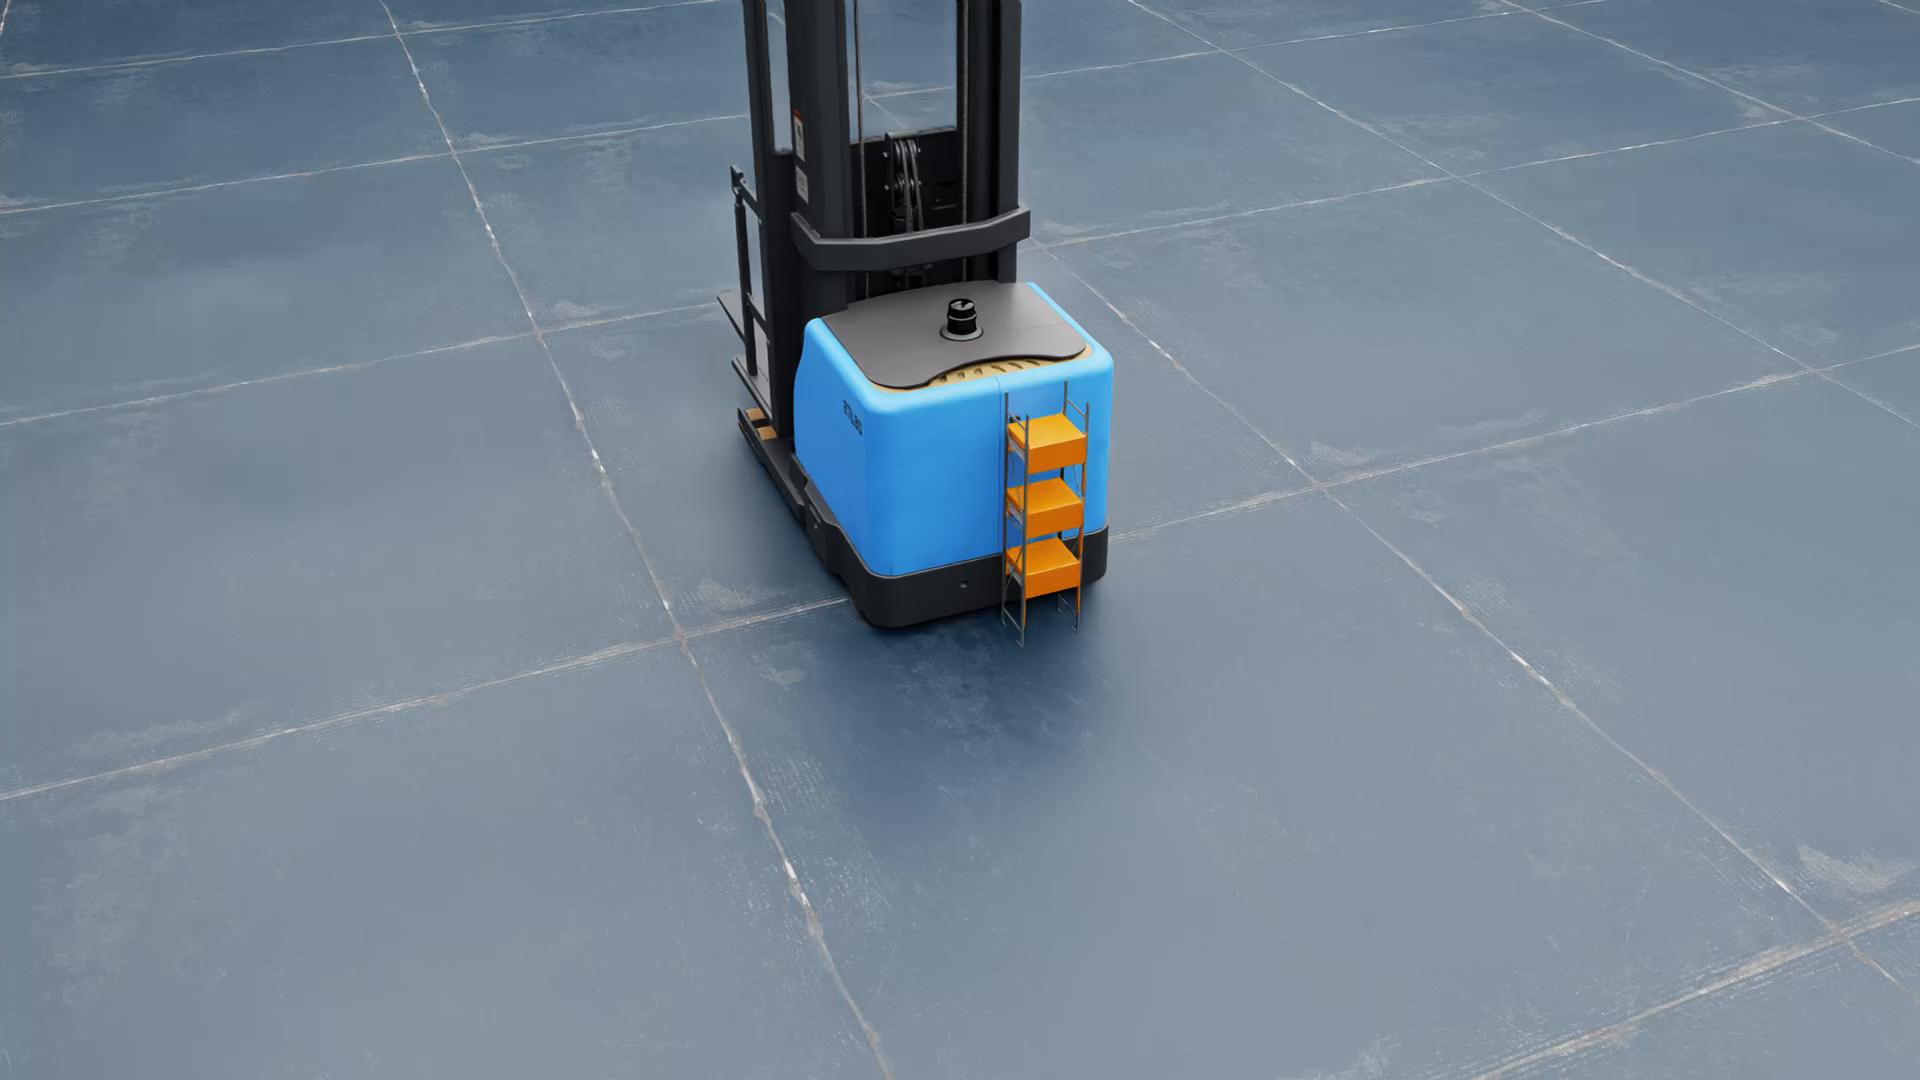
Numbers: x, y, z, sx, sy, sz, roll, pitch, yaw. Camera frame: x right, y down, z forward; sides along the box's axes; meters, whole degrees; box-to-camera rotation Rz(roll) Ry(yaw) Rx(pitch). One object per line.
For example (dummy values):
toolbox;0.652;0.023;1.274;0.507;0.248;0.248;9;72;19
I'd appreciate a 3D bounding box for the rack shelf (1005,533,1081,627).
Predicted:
rack shelf;0.321;0.156;6.577;0.240;0.259;0.215;-13;35;-19

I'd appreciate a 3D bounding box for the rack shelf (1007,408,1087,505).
rack shelf;0.321;-0.315;6.271;0.240;0.259;0.215;-13;35;-19

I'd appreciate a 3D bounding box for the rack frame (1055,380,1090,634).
rack frame;0.434;-0.112;6.460;0.008;1.050;0.200;-13;35;-19

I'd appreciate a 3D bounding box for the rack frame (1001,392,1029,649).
rack frame;0.209;-0.060;6.380;0.008;1.050;0.200;-13;35;-19

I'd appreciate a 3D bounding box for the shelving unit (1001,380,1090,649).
shelving unit;0.321;-0.086;6.420;0.252;1.050;0.215;-13;35;-19

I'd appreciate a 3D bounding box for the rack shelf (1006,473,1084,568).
rack shelf;0.321;-0.077;6.426;0.240;0.259;0.215;-13;35;-19

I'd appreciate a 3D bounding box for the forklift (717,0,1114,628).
forklift;-0.414;-1.674;7.136;1.130;2.935;3.031;-12;35;-18
